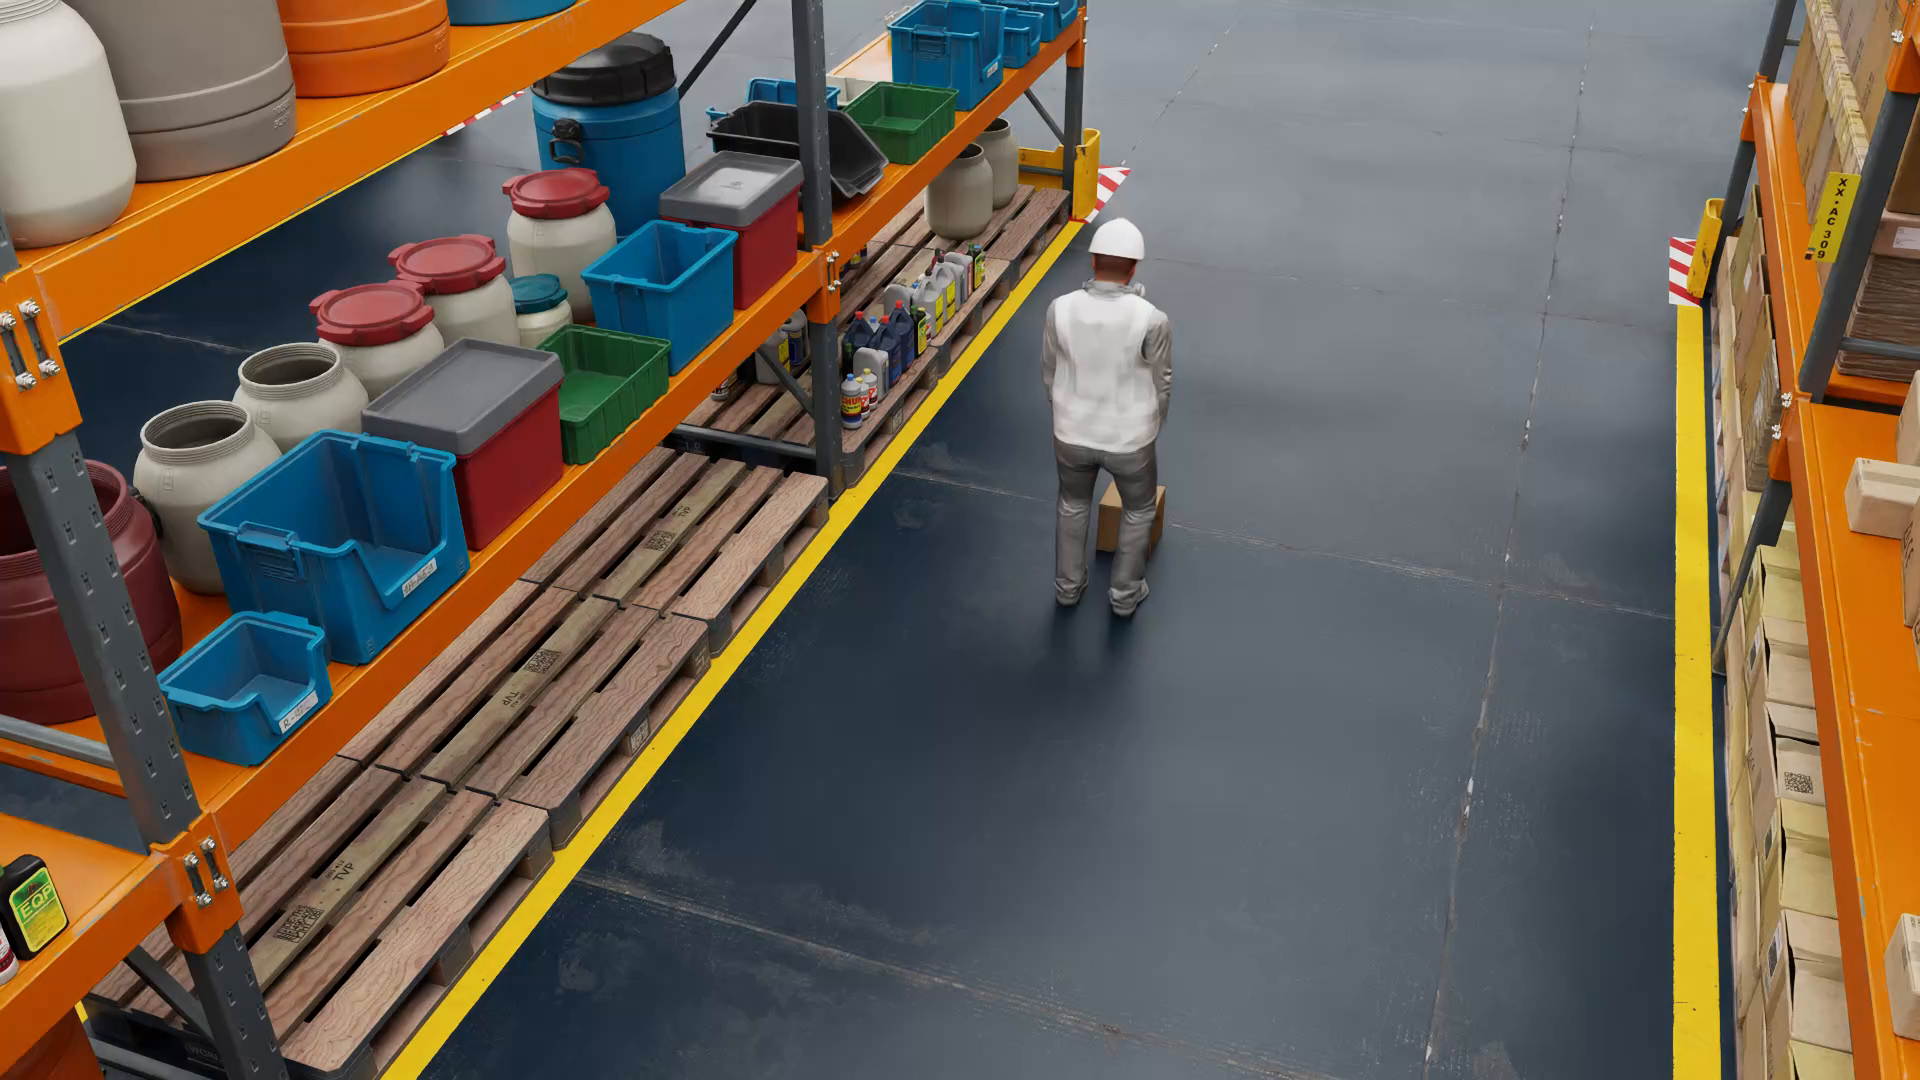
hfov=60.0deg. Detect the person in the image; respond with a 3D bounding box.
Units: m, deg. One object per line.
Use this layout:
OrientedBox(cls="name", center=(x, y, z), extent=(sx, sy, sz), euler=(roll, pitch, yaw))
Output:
OrientedBox(cls="person", center=(0.600, -0.447, 6.965), extent=(0.583, 1.607, 0.627), euler=(12, 35, 17))
